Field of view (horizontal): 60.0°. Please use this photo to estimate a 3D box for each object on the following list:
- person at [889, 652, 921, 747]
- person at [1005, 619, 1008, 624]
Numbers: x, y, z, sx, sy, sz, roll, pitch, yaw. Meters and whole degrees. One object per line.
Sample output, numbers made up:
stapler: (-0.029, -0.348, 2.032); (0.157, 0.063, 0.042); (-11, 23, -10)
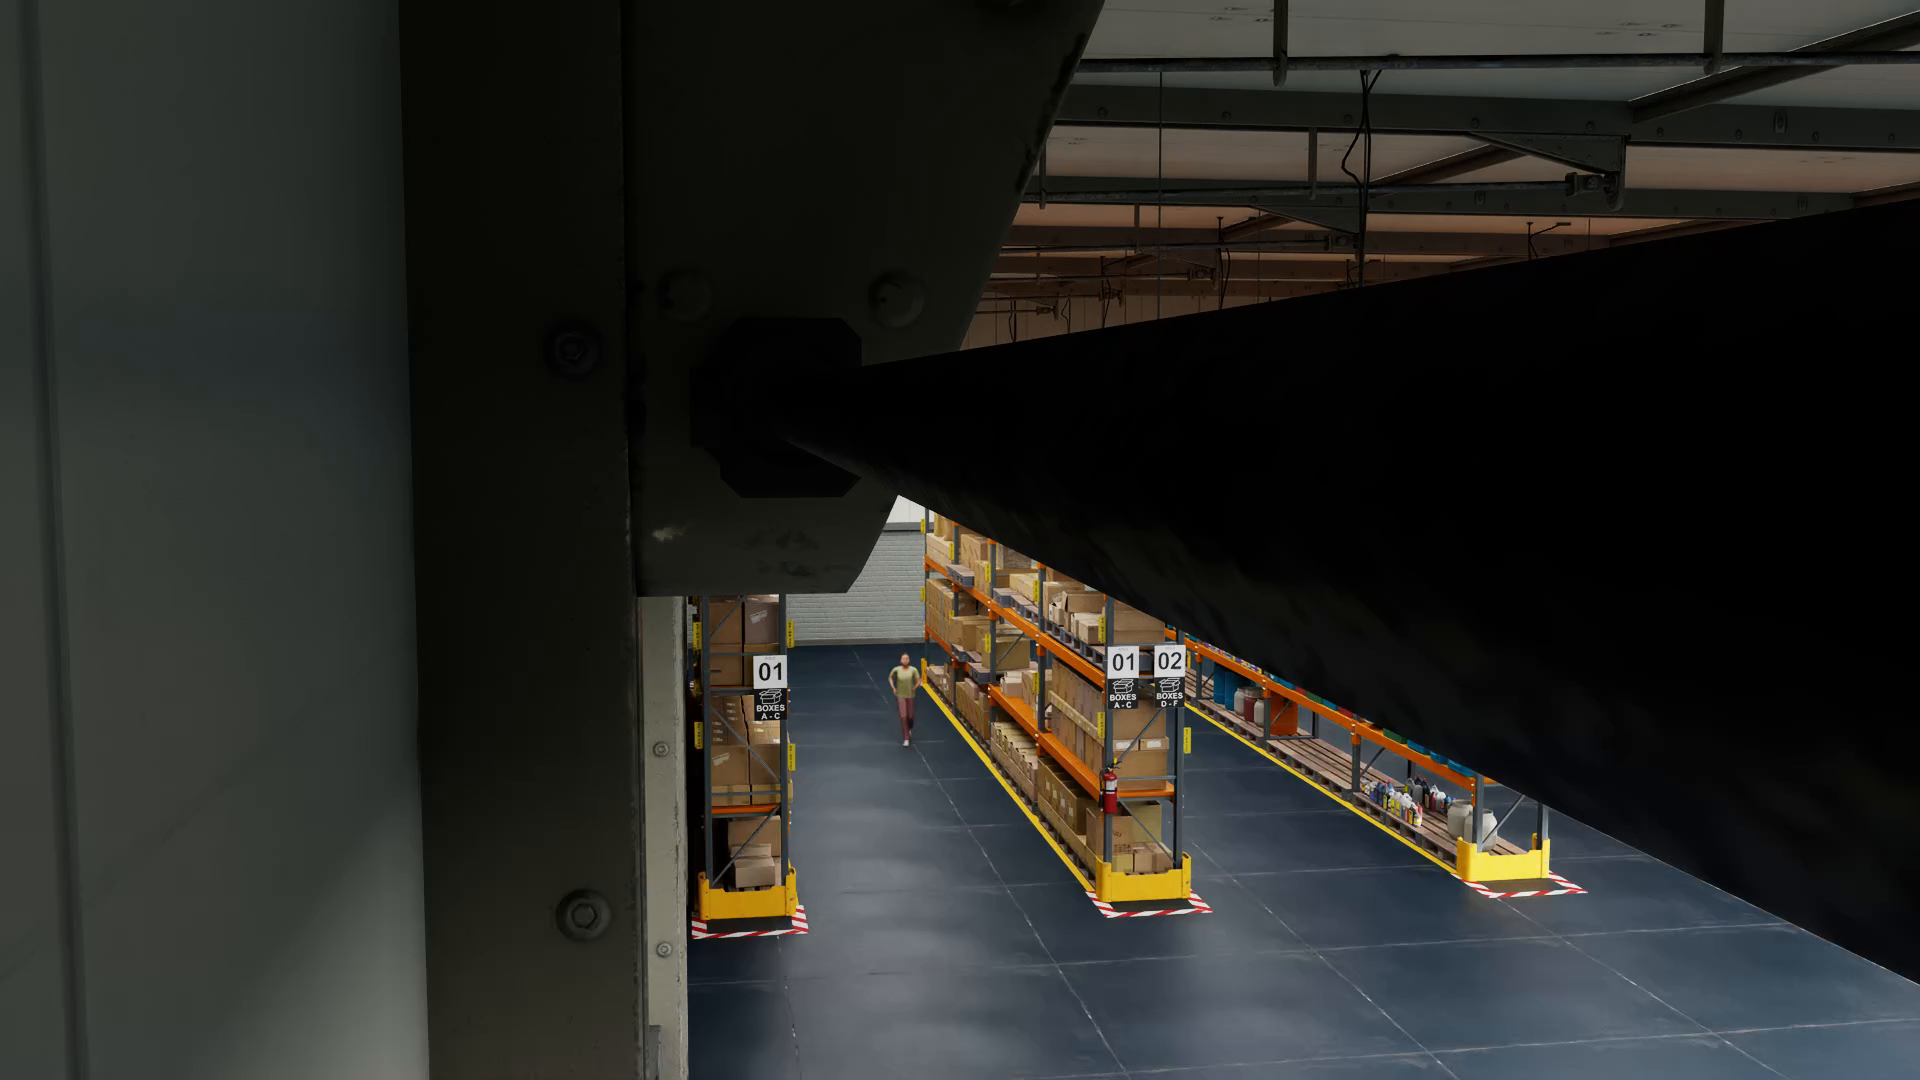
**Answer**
person: (-0.996, 2.855, 30.145); (0.586, 1.663, 0.760); (0, 5, -5)
person: (0.977, 2.012, 37.125); (0.598, 1.573, 0.533); (-4, 7, -40)
